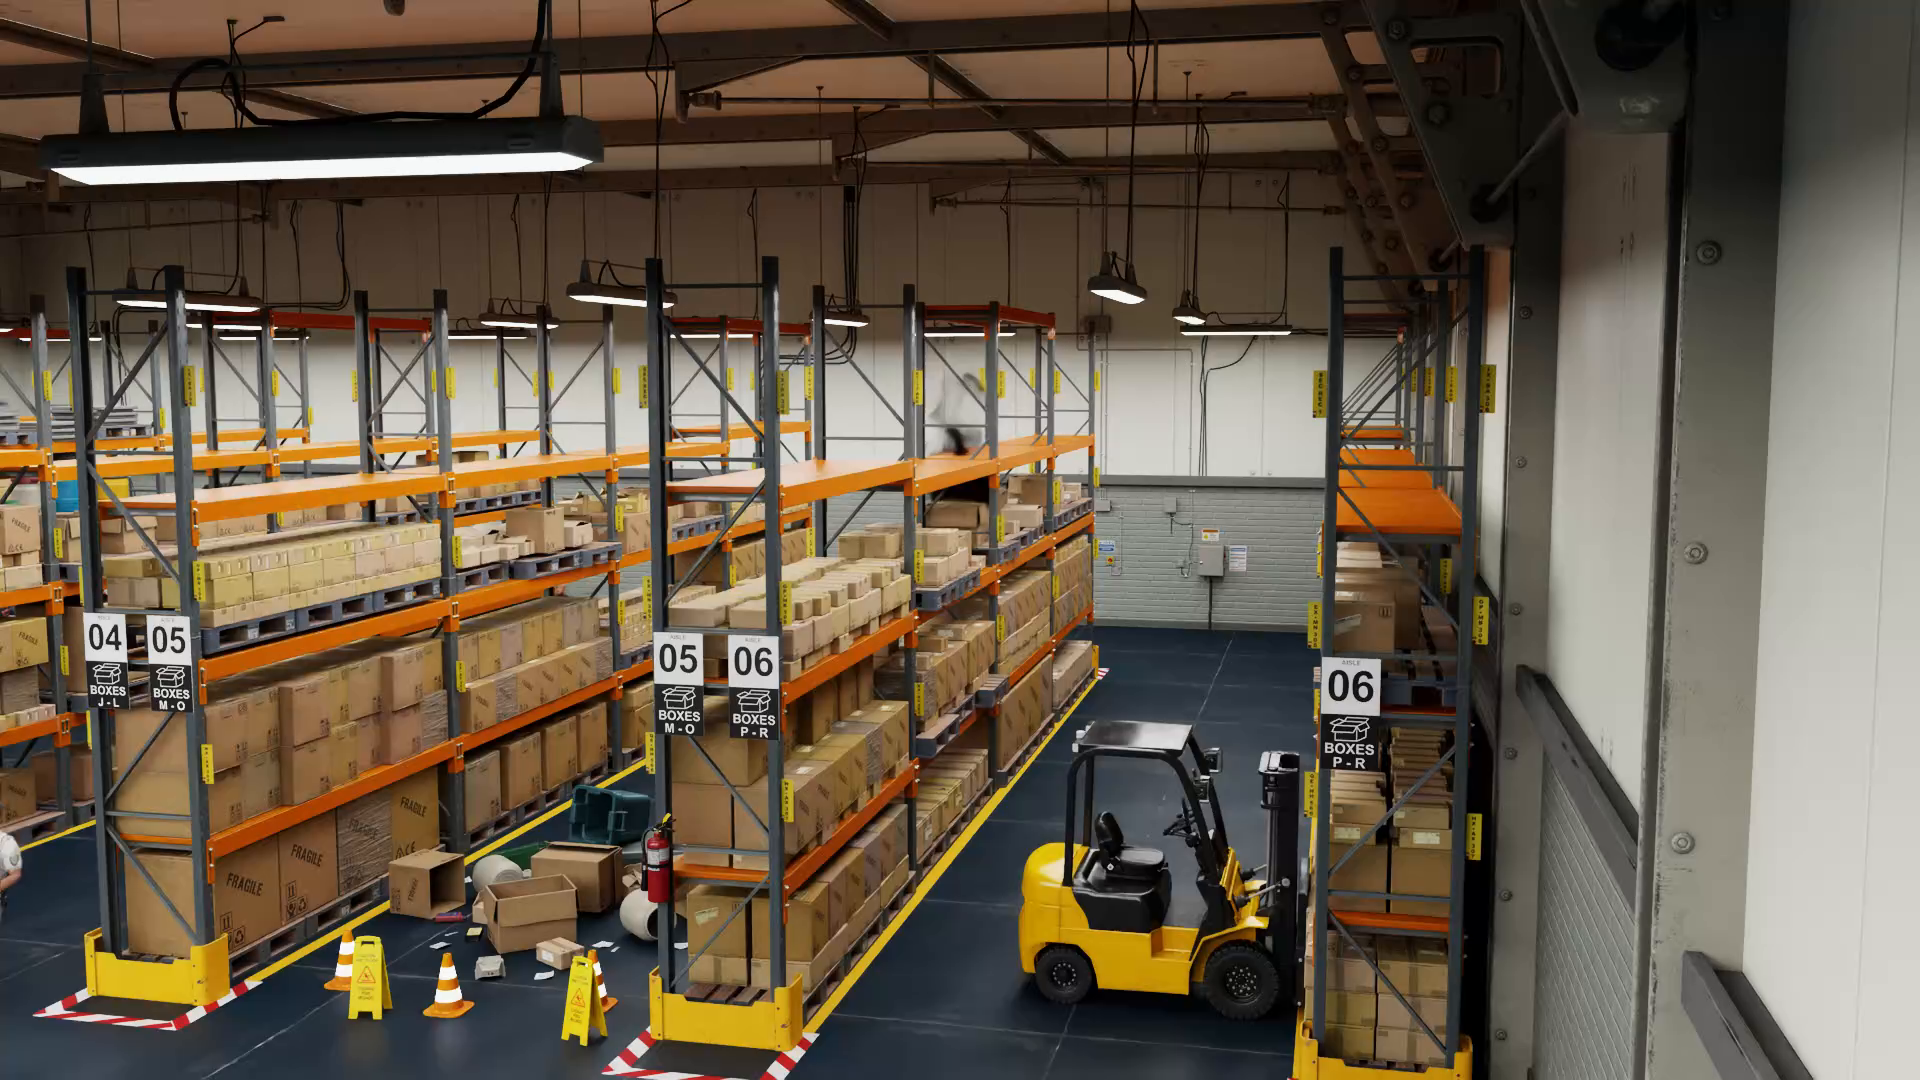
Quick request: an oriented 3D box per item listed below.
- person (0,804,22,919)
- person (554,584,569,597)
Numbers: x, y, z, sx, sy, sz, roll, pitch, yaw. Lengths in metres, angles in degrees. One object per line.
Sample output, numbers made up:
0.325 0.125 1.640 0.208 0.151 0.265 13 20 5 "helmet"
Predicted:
-7.931 2.963 13.403 0.697 1.779 0.644 -2 6 -17 "person"
-6.688 1.532 27.741 0.648 1.676 0.613 1 6 5 "person"
